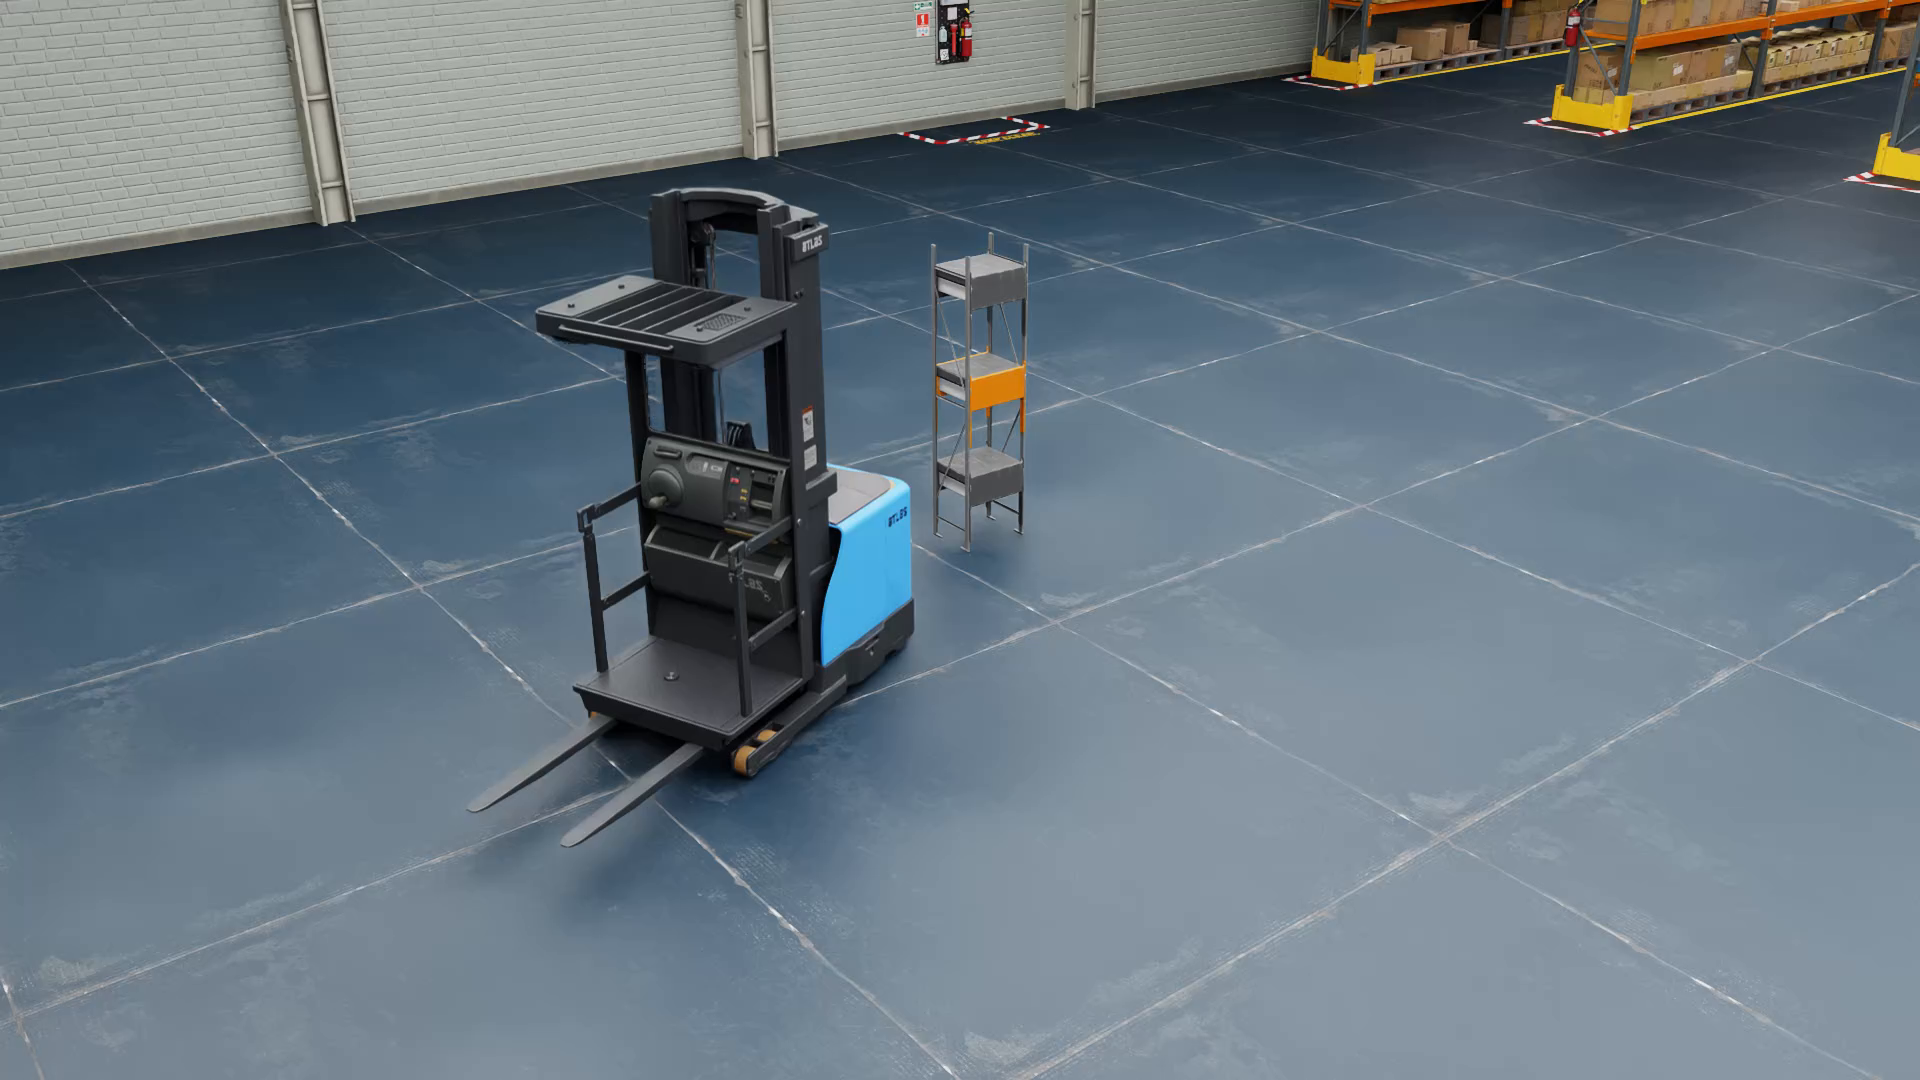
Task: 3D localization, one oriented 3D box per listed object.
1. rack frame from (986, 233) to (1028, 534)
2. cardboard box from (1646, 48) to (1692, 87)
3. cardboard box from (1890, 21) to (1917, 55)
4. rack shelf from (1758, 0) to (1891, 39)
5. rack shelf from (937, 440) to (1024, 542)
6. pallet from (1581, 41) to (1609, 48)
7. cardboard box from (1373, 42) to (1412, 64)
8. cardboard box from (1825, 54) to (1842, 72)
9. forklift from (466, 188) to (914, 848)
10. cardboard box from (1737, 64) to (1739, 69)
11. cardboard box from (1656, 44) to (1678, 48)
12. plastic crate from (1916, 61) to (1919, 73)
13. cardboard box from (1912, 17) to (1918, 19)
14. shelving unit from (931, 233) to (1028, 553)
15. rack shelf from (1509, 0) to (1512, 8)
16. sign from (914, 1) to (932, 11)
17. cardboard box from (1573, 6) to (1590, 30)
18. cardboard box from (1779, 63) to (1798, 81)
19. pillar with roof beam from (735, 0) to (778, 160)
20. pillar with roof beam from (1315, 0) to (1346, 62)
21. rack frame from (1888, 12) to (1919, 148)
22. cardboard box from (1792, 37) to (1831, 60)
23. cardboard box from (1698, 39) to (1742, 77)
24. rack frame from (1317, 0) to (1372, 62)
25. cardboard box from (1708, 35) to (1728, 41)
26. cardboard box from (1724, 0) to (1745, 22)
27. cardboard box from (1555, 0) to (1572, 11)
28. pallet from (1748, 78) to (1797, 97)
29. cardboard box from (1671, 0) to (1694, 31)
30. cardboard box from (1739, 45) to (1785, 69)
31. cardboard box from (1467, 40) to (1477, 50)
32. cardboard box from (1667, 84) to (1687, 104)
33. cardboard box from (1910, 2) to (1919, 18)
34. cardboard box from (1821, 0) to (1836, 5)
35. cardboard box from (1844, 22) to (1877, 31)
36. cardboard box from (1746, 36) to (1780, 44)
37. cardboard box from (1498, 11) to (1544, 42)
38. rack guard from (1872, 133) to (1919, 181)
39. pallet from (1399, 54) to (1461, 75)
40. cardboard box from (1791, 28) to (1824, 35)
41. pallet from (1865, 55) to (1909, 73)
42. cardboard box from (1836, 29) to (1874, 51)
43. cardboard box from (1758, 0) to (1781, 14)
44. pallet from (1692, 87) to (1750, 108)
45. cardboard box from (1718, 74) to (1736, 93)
[{"bbox_3d":[0.322,-1.059,11.537,0.015,2.100,0.400,-18,31,-34],"label":"rack frame"},{"bbox_3d":[11.021,-7.380,25.966,0.500,0.500,0.500,-18,31,-34],"label":"cardboard box"},{"bbox_3d":[17.320,-9.201,30.458,0.500,0.500,0.500,-19,31,-35],"label":"cardboard box"},{"bbox_3d":[14.406,-8.999,28.432,4.000,0.370,1.077,-18,31,-34],"label":"rack shelf"},{"bbox_3d":[0.130,-0.348,11.701,0.480,0.518,0.431,-18,31,-34],"label":"rack shelf"},{"bbox_3d":[12.304,-10.018,33.084,1.213,0.211,1.003,-18,31,-34],"label":"pallet"},{"bbox_3d":[7.673,-8.685,29.571,0.500,0.311,0.500,-15,29,-30],"label":"cardboard box"},{"bbox_3d":[14.915,-8.306,28.851,0.500,0.250,0.500,-17,30,-33],"label":"cardboard box"},{"bbox_3d":[-1.443,-0.268,8.845,1.130,2.935,3.031,13,28,26],"label":"forklift"},{"bbox_3d":[12.979,-7.953,28.090,0.500,0.250,0.500,-19,31,-35],"label":"cardboard box"},{"bbox_3d":[11.095,-7.682,26.616,0.500,0.500,0.500,-18,31,-34],"label":"cardboard box"},{"bbox_3d":[12.947,-6.287,21.909,0.616,0.251,0.499,-18,31,-34],"label":"plastic crate"},{"bbox_3d":[17.785,-9.635,31.395,0.500,0.500,0.500,-18,30,-33],"label":"cardboard box"},{"bbox_3d":[0.130,-0.995,11.401,0.503,2.100,0.431,-18,31,-34],"label":"shelving unit"},{"bbox_3d":[11.346,-10.639,31.966,4.000,0.370,1.077,-18,31,-34],"label":"rack shelf"},{"bbox_3d":[-0.538,-7.833,24.392,0.331,0.109,0.001,-18,31,-34],"label":"sign"},{"bbox_3d":[11.908,-10.251,32.722,0.500,0.500,0.700,-18,31,-34],"label":"cardboard box"},{"bbox_3d":[13.705,-7.904,27.985,0.500,0.250,0.500,-17,30,-33],"label":"cardboard box"},{"bbox_3d":[-0.145,-8.053,18.413,0.400,9.000,9.100,-18,31,-34],"label":"pillar with roof beam"},{"bbox_3d":[9.298,-11.170,25.129,0.400,9.000,9.100,-18,31,-34],"label":"pillar with roof beam"},{"bbox_3d":[12.738,-6.125,21.384,0.127,3.000,1.000,-18,31,-34],"label":"rack frame"},{"bbox_3d":[14.520,-8.428,28.448,0.500,0.311,0.500,-17,30,-33],"label":"cardboard box"},{"bbox_3d":[12.201,-7.770,26.806,0.500,0.500,0.500,-18,31,-34],"label":"cardboard box"},{"bbox_3d":[6.624,-9.407,28.456,0.127,3.000,1.000,-18,31,-34],"label":"rack frame"},{"bbox_3d":[12.274,-8.073,27.457,0.500,0.500,0.500,-18,31,-34],"label":"cardboard box"},{"bbox_3d":[12.075,-8.595,26.587,0.500,0.500,0.700,-19,31,-35],"label":"cardboard box"},{"bbox_3d":[11.497,-10.424,32.203,0.500,0.250,0.500,-18,31,-34],"label":"cardboard box"},{"bbox_3d":[13.387,-7.745,28.188,1.213,0.211,1.003,-18,31,-34],"label":"pallet"},{"bbox_3d":[10.864,-8.194,25.724,0.500,0.500,0.700,-18,30,-34],"label":"cardboard box"},{"bbox_3d":[13.311,-8.028,27.587,0.500,0.311,0.500,-18,30,-34],"label":"cardboard box"},{"bbox_3d":[9.370,-9.211,30.878,0.380,0.166,0.250,22,33,39],"label":"cardboard box"},{"bbox_3d":[11.028,-7.036,26.116,0.500,0.250,0.500,-18,31,-34],"label":"cardboard box"},{"bbox_3d":[17.809,-9.985,31.258,0.500,0.250,0.500,-18,30,-34],"label":"cardboard box"},{"bbox_3d":[14.669,-9.449,28.428,0.500,0.500,0.500,-20,32,-37],"label":"cardboard box"},{"bbox_3d":[16.571,-9.231,30.524,0.500,0.500,0.500,-17,30,-32],"label":"cardboard box"},{"bbox_3d":[13.773,-8.470,28.538,0.500,0.311,0.500,-18,31,-34],"label":"cardboard box"},{"bbox_3d":[10.717,-9.859,31.877,0.500,0.500,0.700,-19,31,-35],"label":"cardboard box"},{"bbox_3d":[12.768,-5.026,21.987,0.348,0.500,1.175,-18,31,-34],"label":"rack guard"},{"bbox_3d":[8.305,-8.676,30.194,1.213,0.211,1.003,-18,31,-34],"label":"pallet"},{"bbox_3d":[14.978,-8.865,29.389,0.500,0.311,0.500,-19,31,-35],"label":"cardboard box"},{"bbox_3d":[16.590,-8.761,30.378,1.213,0.211,1.003,-18,31,-34],"label":"pallet"},{"bbox_3d":[15.719,-8.825,29.303,0.500,0.311,0.500,-17,30,-33],"label":"cardboard box"},{"bbox_3d":[13.192,-8.880,27.499,0.500,0.250,0.500,-16,29,-31],"label":"cardboard box"},{"bbox_3d":[12.180,-7.348,27.333,1.213,0.211,1.003,-18,31,-34],"label":"pallet"},{"bbox_3d":[12.202,-7.430,26.963,0.500,0.250,0.500,-18,31,-34],"label":"cardboard box"}]
